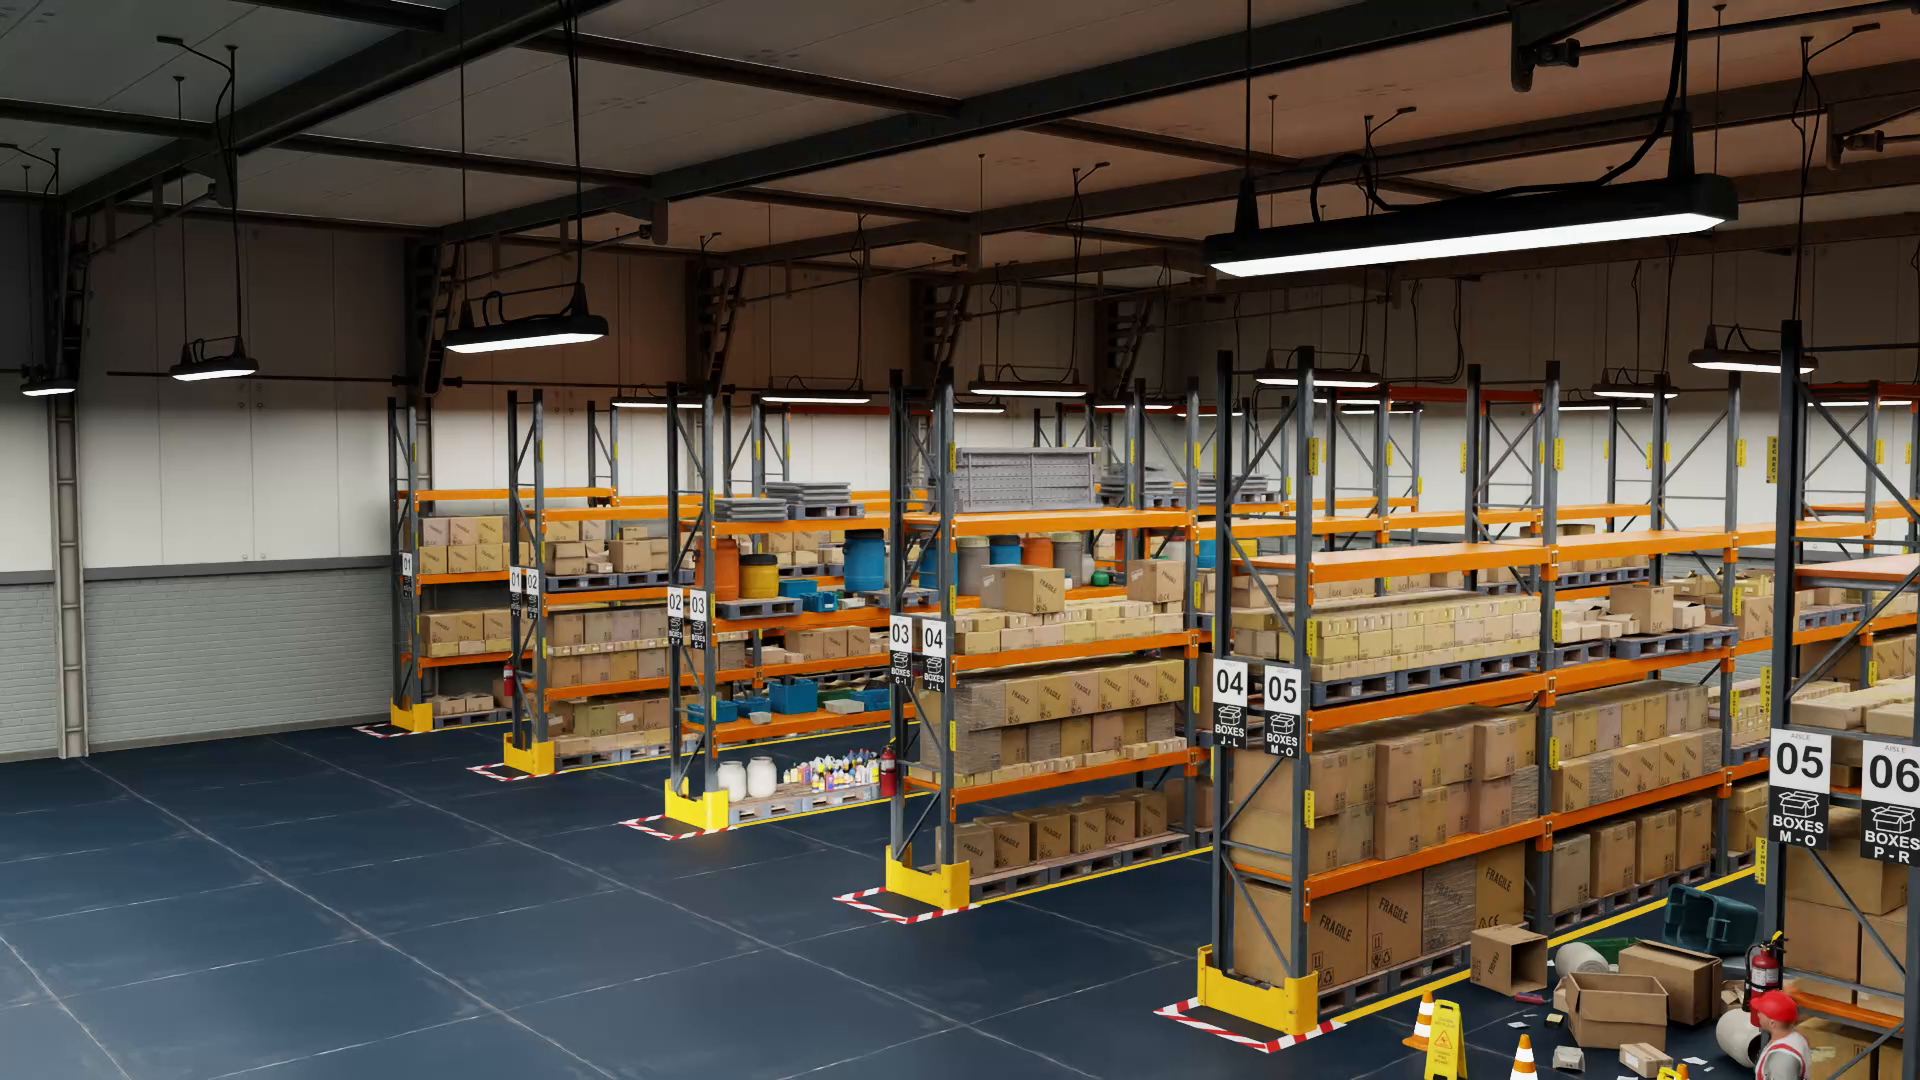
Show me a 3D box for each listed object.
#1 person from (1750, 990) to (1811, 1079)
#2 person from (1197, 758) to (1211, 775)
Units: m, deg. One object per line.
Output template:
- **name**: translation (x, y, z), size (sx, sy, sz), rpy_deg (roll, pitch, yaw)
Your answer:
- **person**: translation (5.213, 3.679, 10.320), size (0.929, 1.757, 0.548), rpy_deg (2, 4, 28)
- **person**: translation (3.618, 2.862, 25.223), size (0.518, 1.674, 0.507), rpy_deg (-3, 4, -38)
